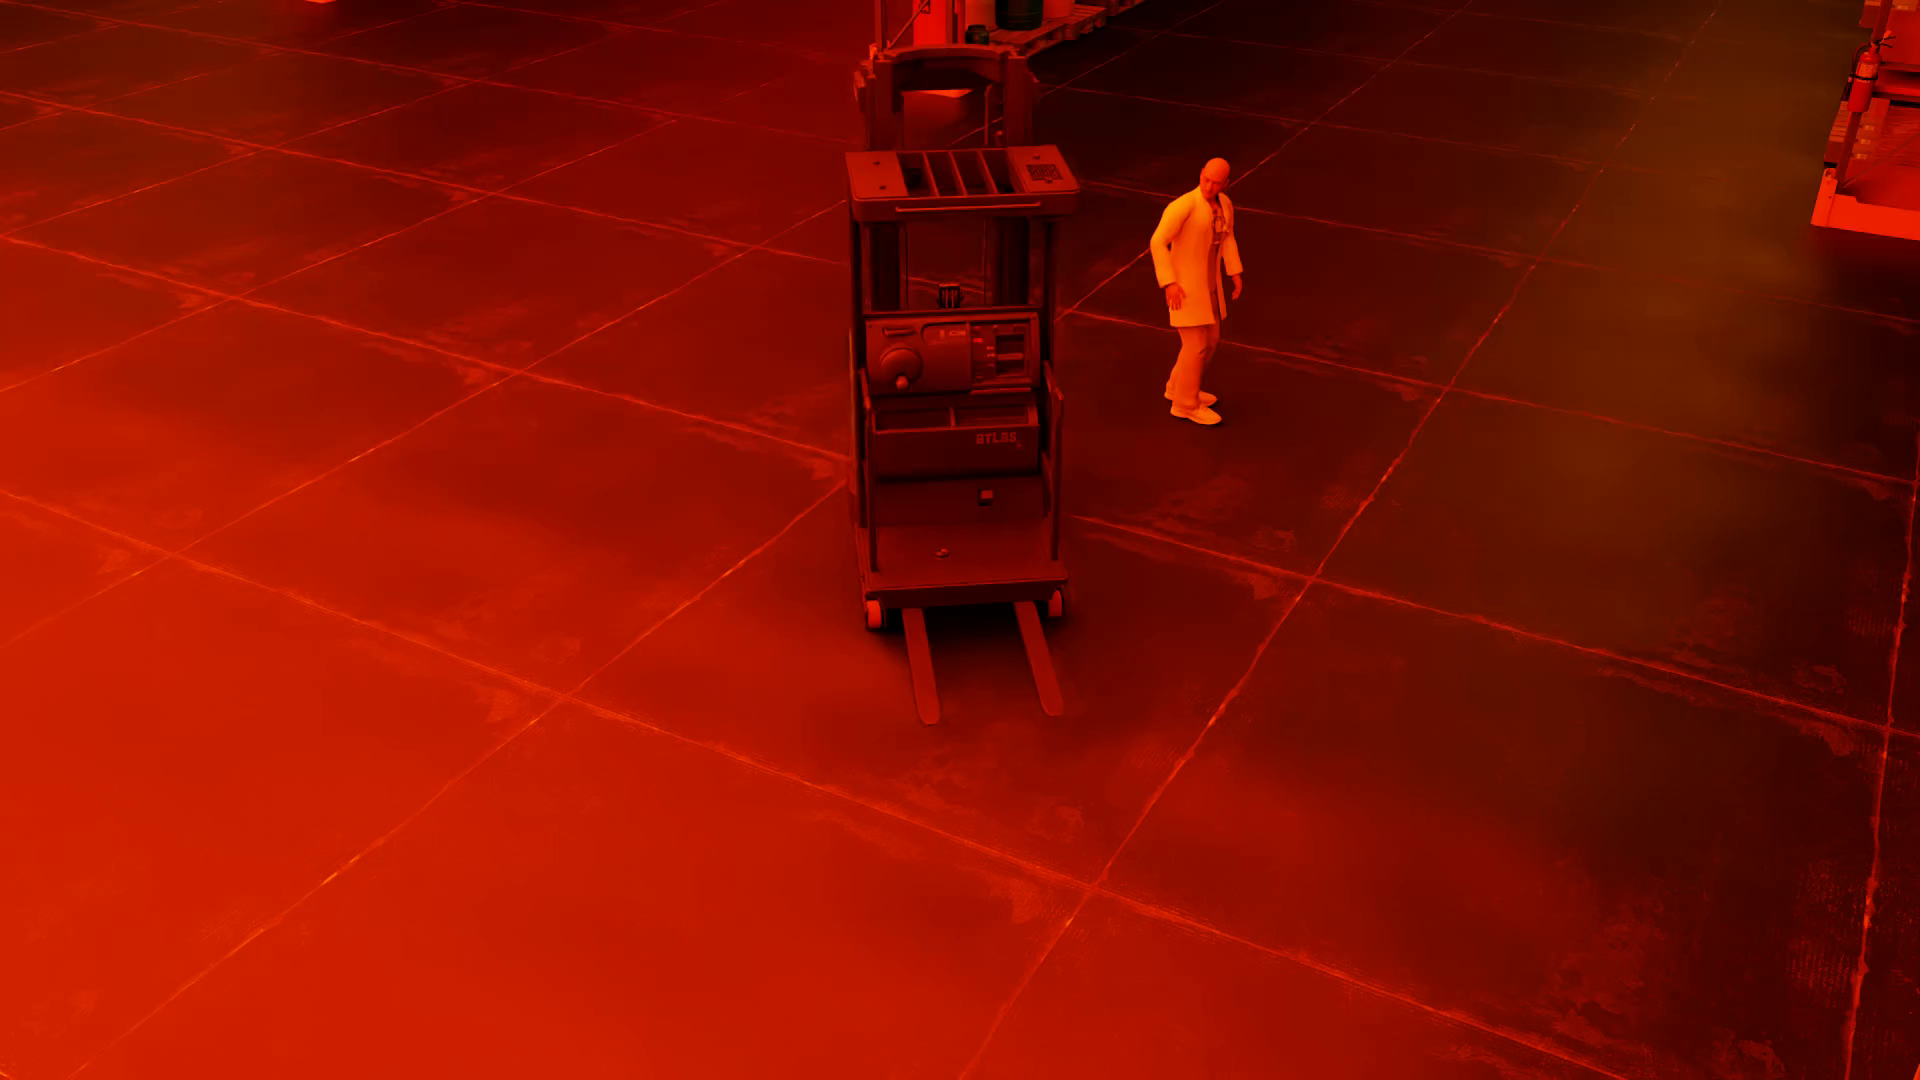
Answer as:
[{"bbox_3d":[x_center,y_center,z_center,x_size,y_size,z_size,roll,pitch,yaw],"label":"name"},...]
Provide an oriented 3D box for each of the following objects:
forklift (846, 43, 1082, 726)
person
[{"bbox_3d":[-0.008,-0.957,8.729,1.130,2.935,3.031,-3,30,-6],"label":"forklift"},{"bbox_3d":[1.660,-1.684,11.165,0.558,1.759,0.800,23,37,34],"label":"person"}]
